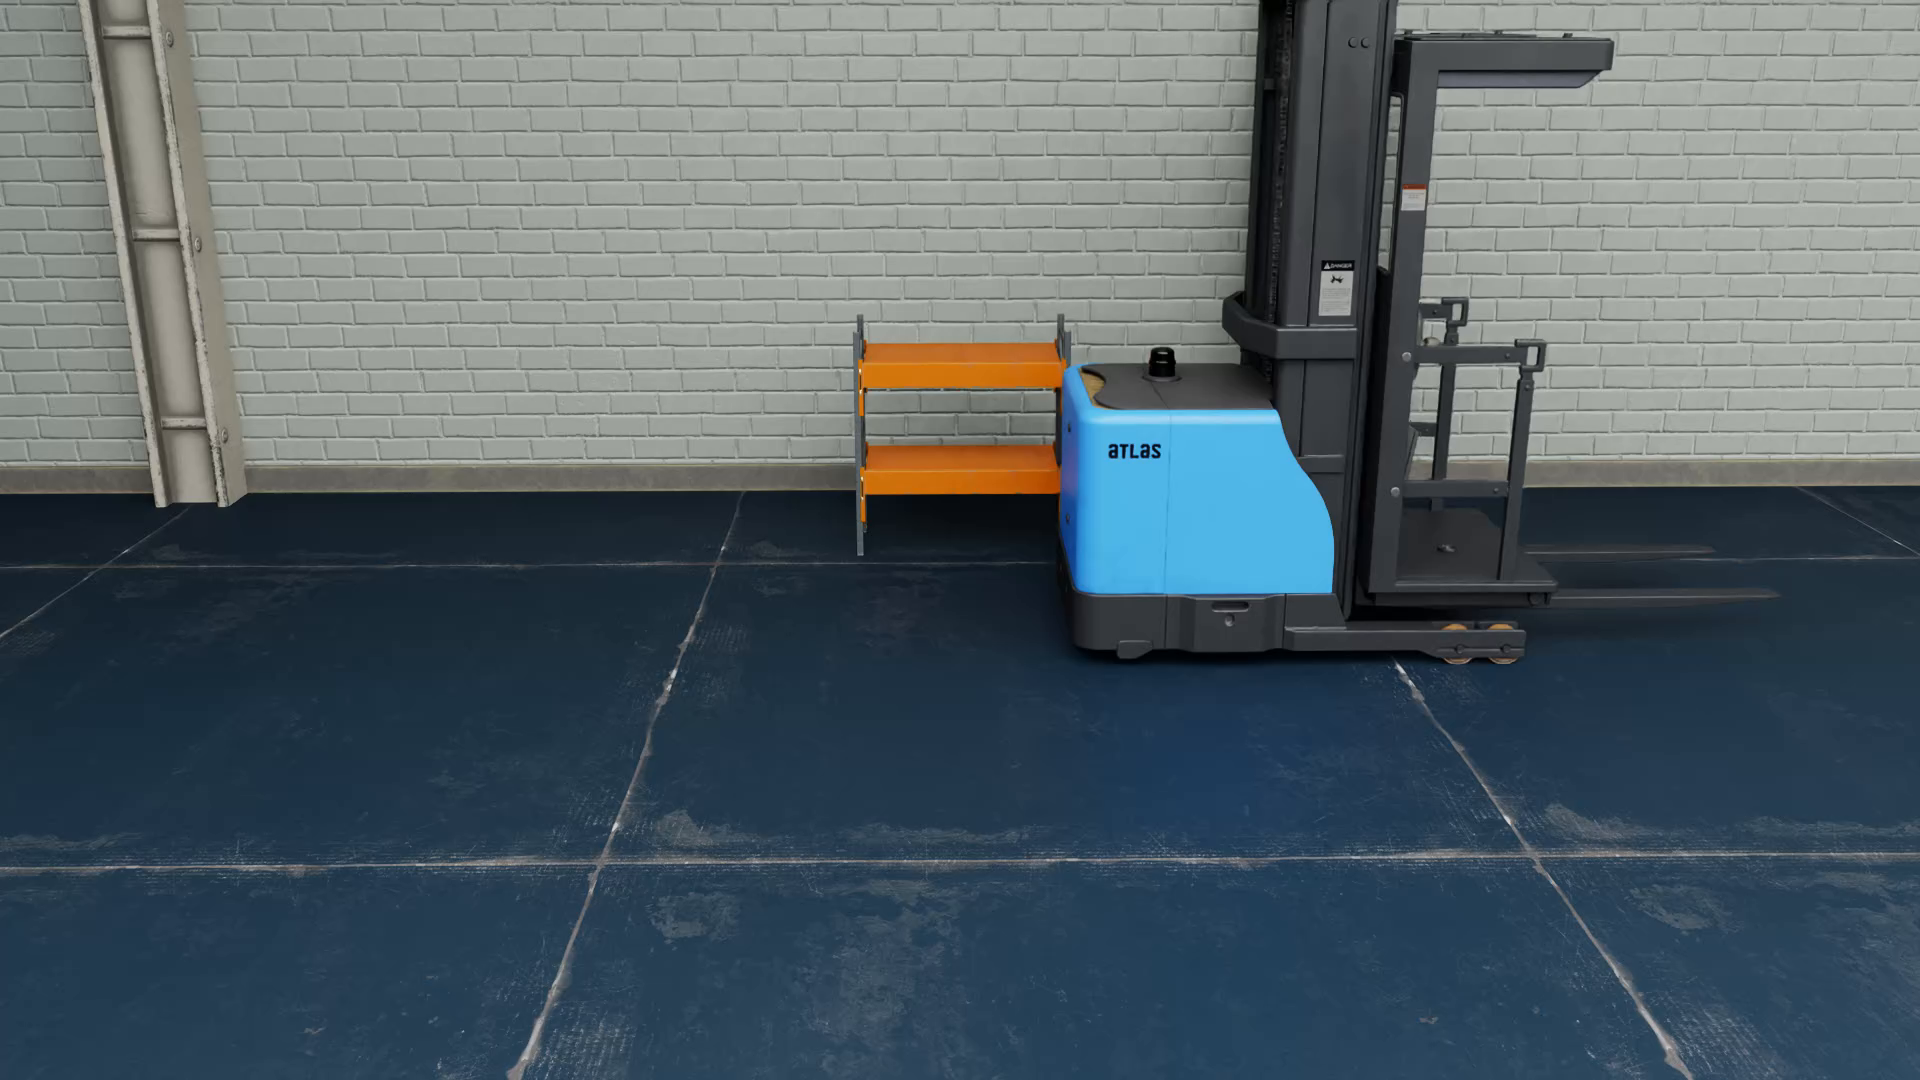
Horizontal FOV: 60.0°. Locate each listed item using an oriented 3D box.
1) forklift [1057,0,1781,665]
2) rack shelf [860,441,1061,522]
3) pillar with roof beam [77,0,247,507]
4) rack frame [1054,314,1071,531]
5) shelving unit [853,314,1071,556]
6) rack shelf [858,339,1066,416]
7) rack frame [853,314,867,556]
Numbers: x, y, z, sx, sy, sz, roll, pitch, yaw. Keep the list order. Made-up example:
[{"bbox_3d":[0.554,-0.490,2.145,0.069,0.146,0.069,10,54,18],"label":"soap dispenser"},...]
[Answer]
[{"bbox_3d":[1.975,-1.038,6.986,3.031,2.935,1.130,0,18,-1],"label":"forklift"},{"bbox_3d":[0.007,-0.303,8.451,1.000,0.278,0.538,0,18,-1],"label":"rack shelf"},{"bbox_3d":[-4.146,-3.198,3.786,0.400,9.000,9.100,0,18,-1],"label":"pillar with roof beam"},{"bbox_3d":[0.515,-0.538,8.384,0.032,1.125,0.500,0,18,-1],"label":"rack frame"},{"bbox_3d":[0.007,-0.536,8.376,1.048,1.125,0.538,0,18,-1],"label":"shelving unit"},{"bbox_3d":[0.007,-0.814,8.286,1.000,0.278,0.538,0,18,-1],"label":"rack shelf"},{"bbox_3d":[-0.502,-0.533,8.368,0.032,1.125,0.500,0,18,-1],"label":"rack frame"}]
